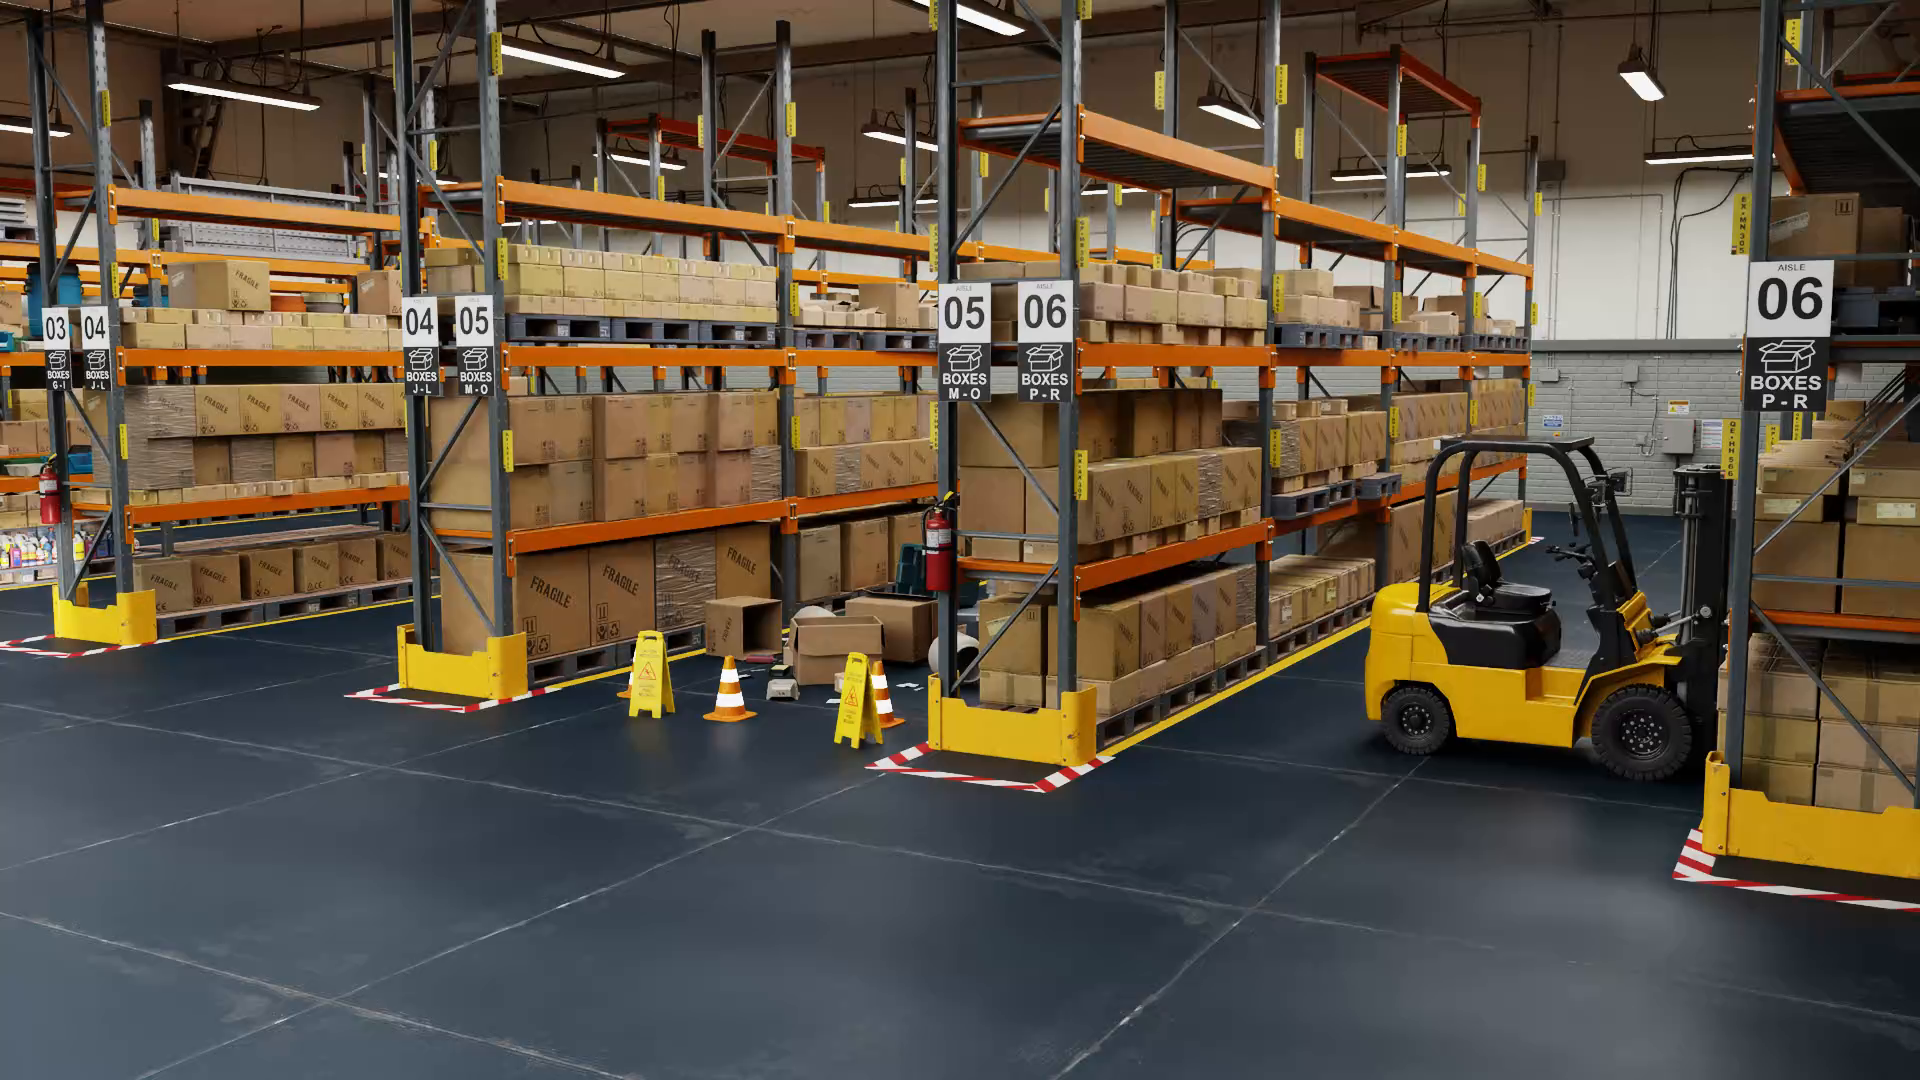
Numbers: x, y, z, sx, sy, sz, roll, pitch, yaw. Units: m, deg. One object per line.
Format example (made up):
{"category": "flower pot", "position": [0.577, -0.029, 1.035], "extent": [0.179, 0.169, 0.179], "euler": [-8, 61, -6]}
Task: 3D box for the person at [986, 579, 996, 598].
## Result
{"category": "person", "position": [0.473, -0.152, 18.775], "extent": [0.496, 1.673, 0.355], "euler": [3, 7, 27]}
